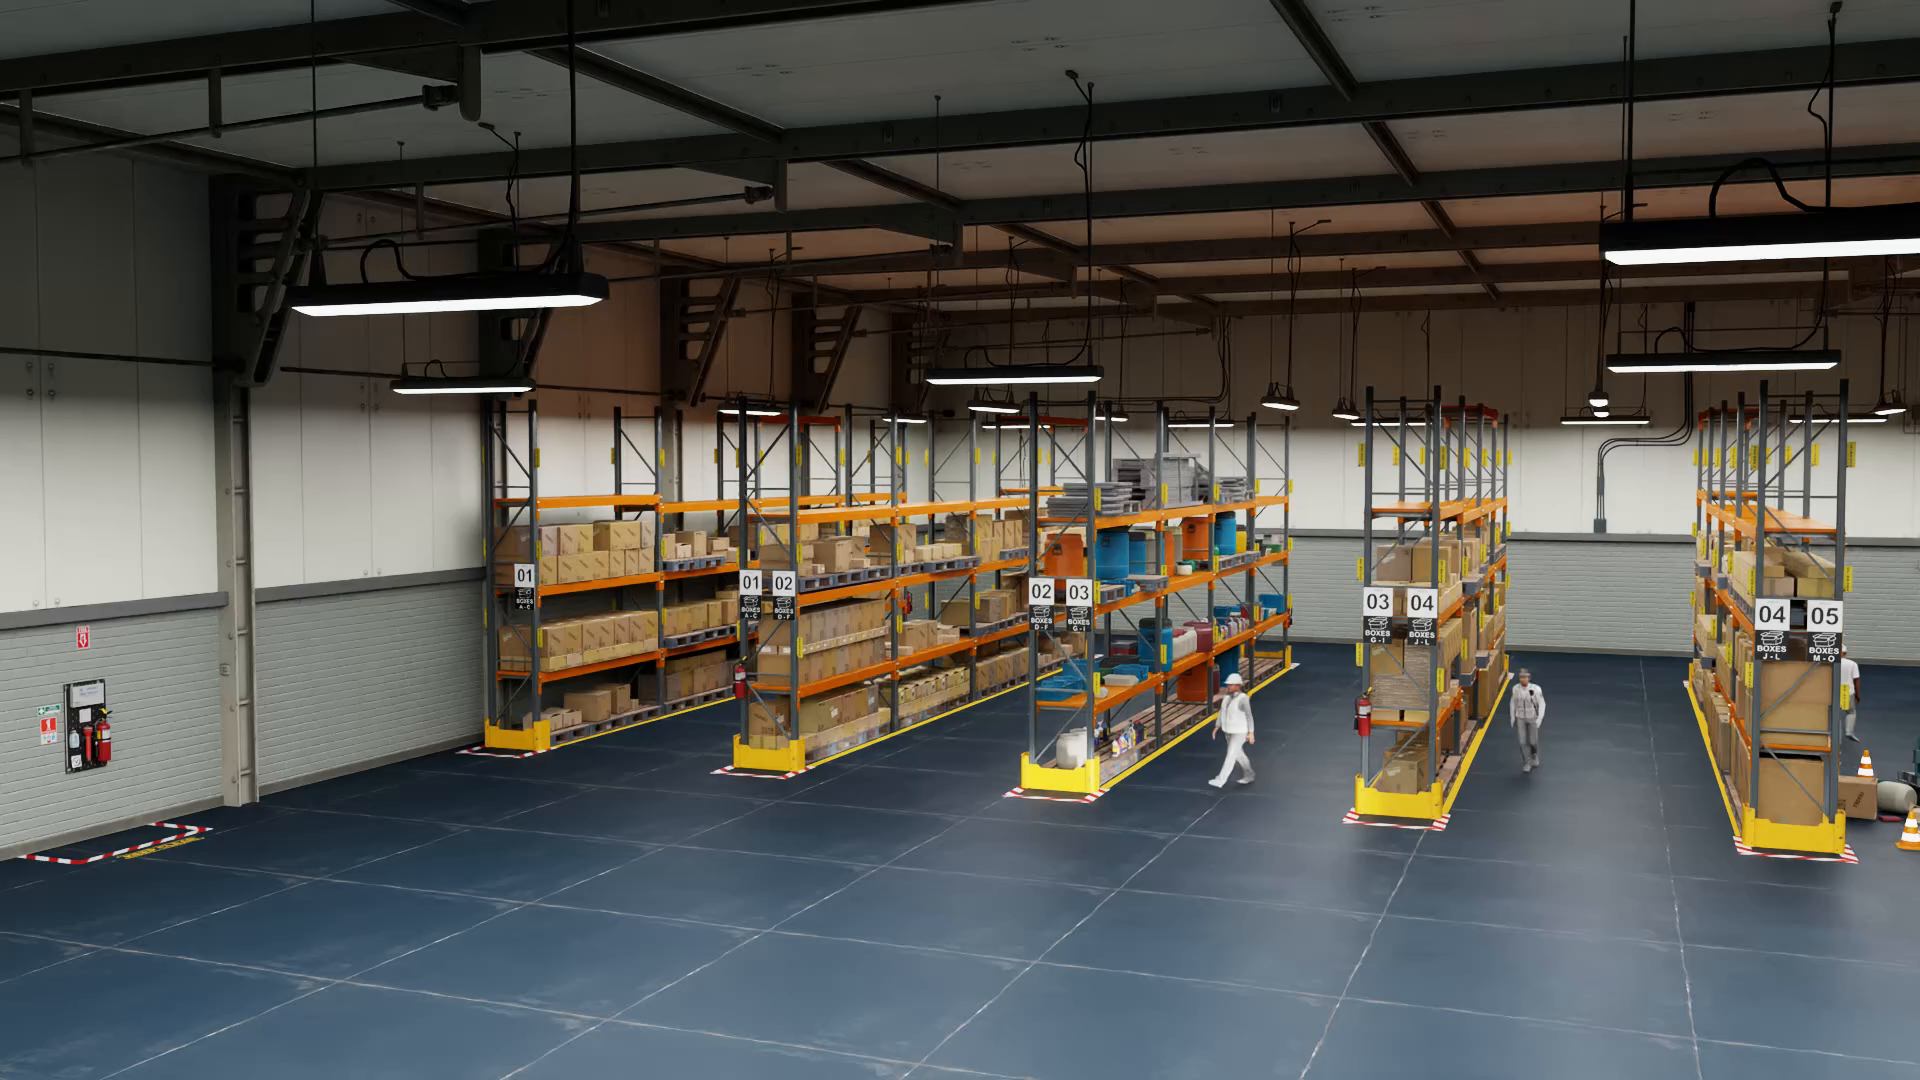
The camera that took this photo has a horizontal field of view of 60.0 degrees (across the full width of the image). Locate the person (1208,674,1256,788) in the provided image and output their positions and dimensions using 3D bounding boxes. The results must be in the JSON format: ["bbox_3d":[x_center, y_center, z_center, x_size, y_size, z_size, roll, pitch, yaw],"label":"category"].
[{"bbox_3d":[4.091,2.879,25.209,1.076,1.709,0.564,-1,3,-28],"label":"person"}]

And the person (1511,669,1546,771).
[{"bbox_3d":[9.133,2.865,26.719,0.550,1.654,0.582,2,3,31],"label":"person"}]

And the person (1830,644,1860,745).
[{"bbox_3d":[15.366,2.693,28.999,0.591,1.767,0.518,1,3,23],"label":"person"}]
